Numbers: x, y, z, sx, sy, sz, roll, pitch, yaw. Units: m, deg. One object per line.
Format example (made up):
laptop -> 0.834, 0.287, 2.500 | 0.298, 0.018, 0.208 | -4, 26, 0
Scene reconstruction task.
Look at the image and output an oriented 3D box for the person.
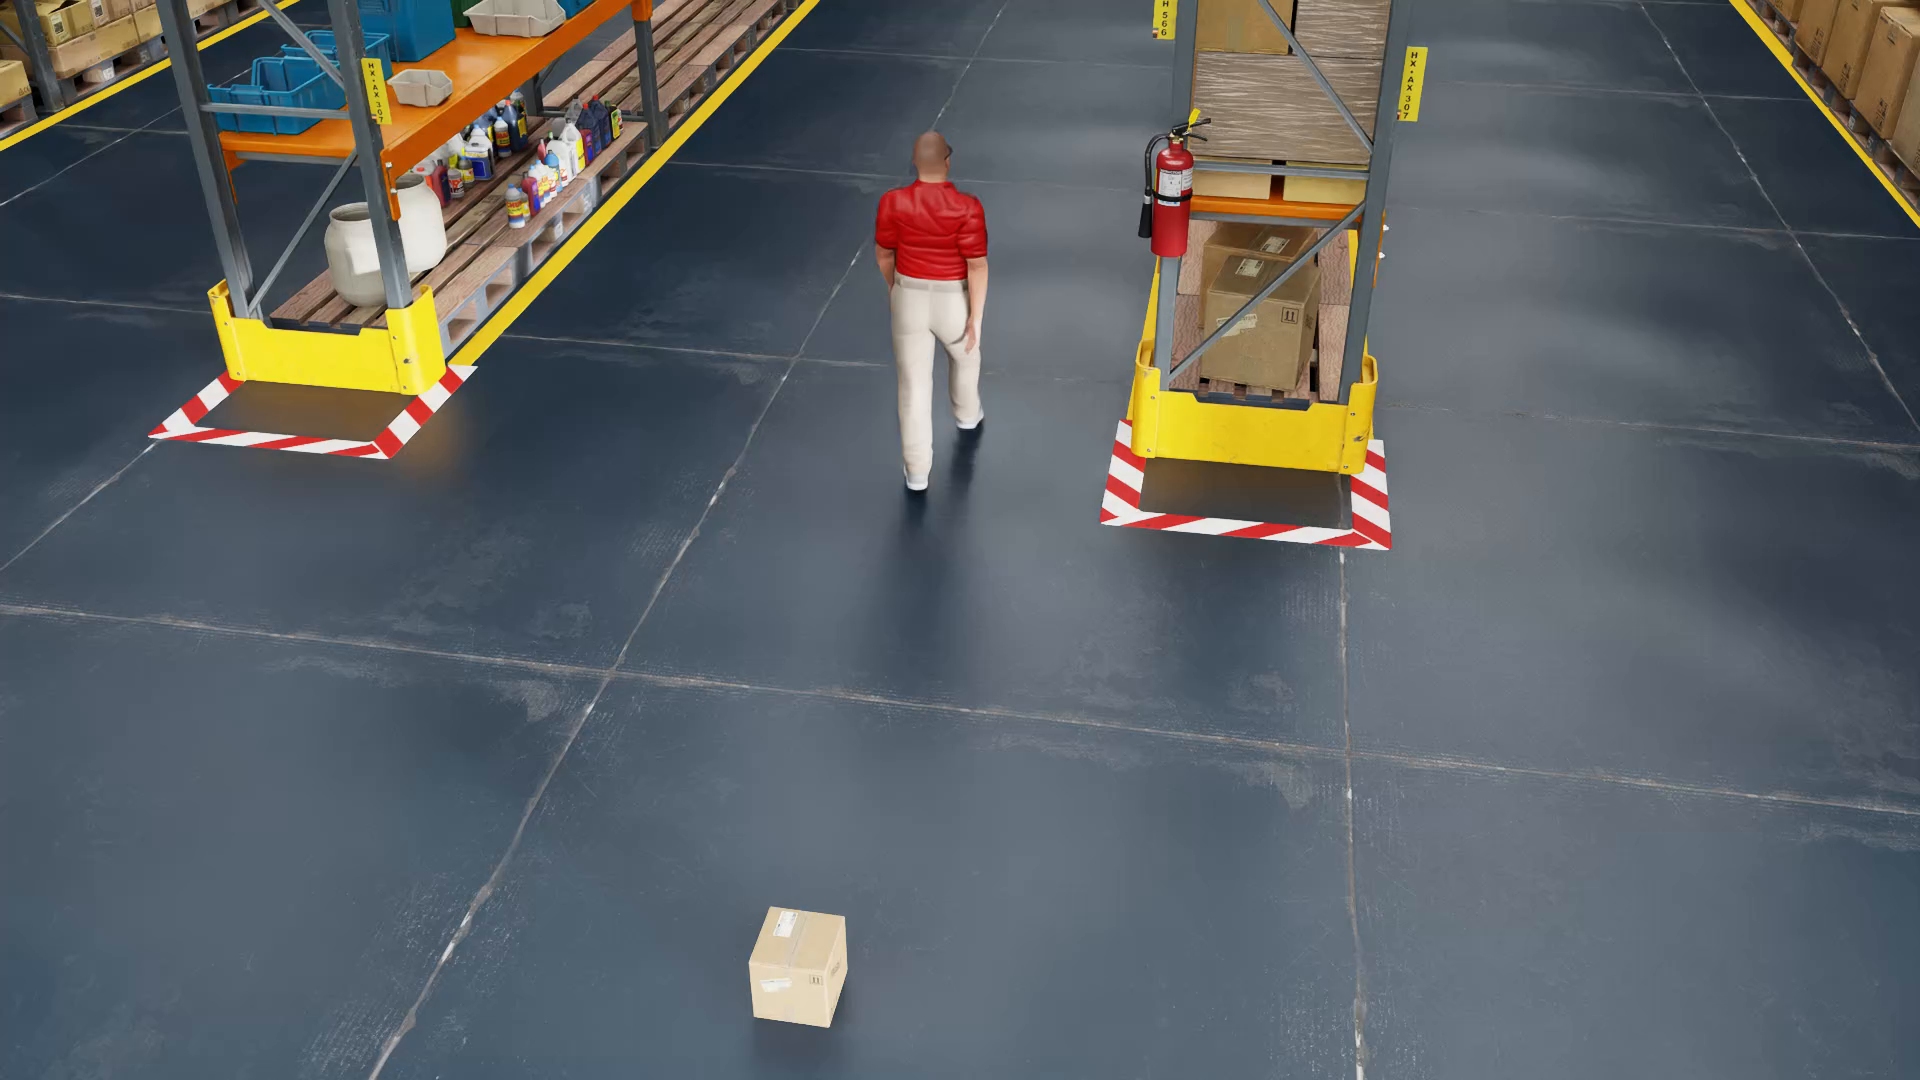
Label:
person -> -0.119, -1.176, 7.995 | 0.547, 1.685, 0.962 | 3, 32, 5
